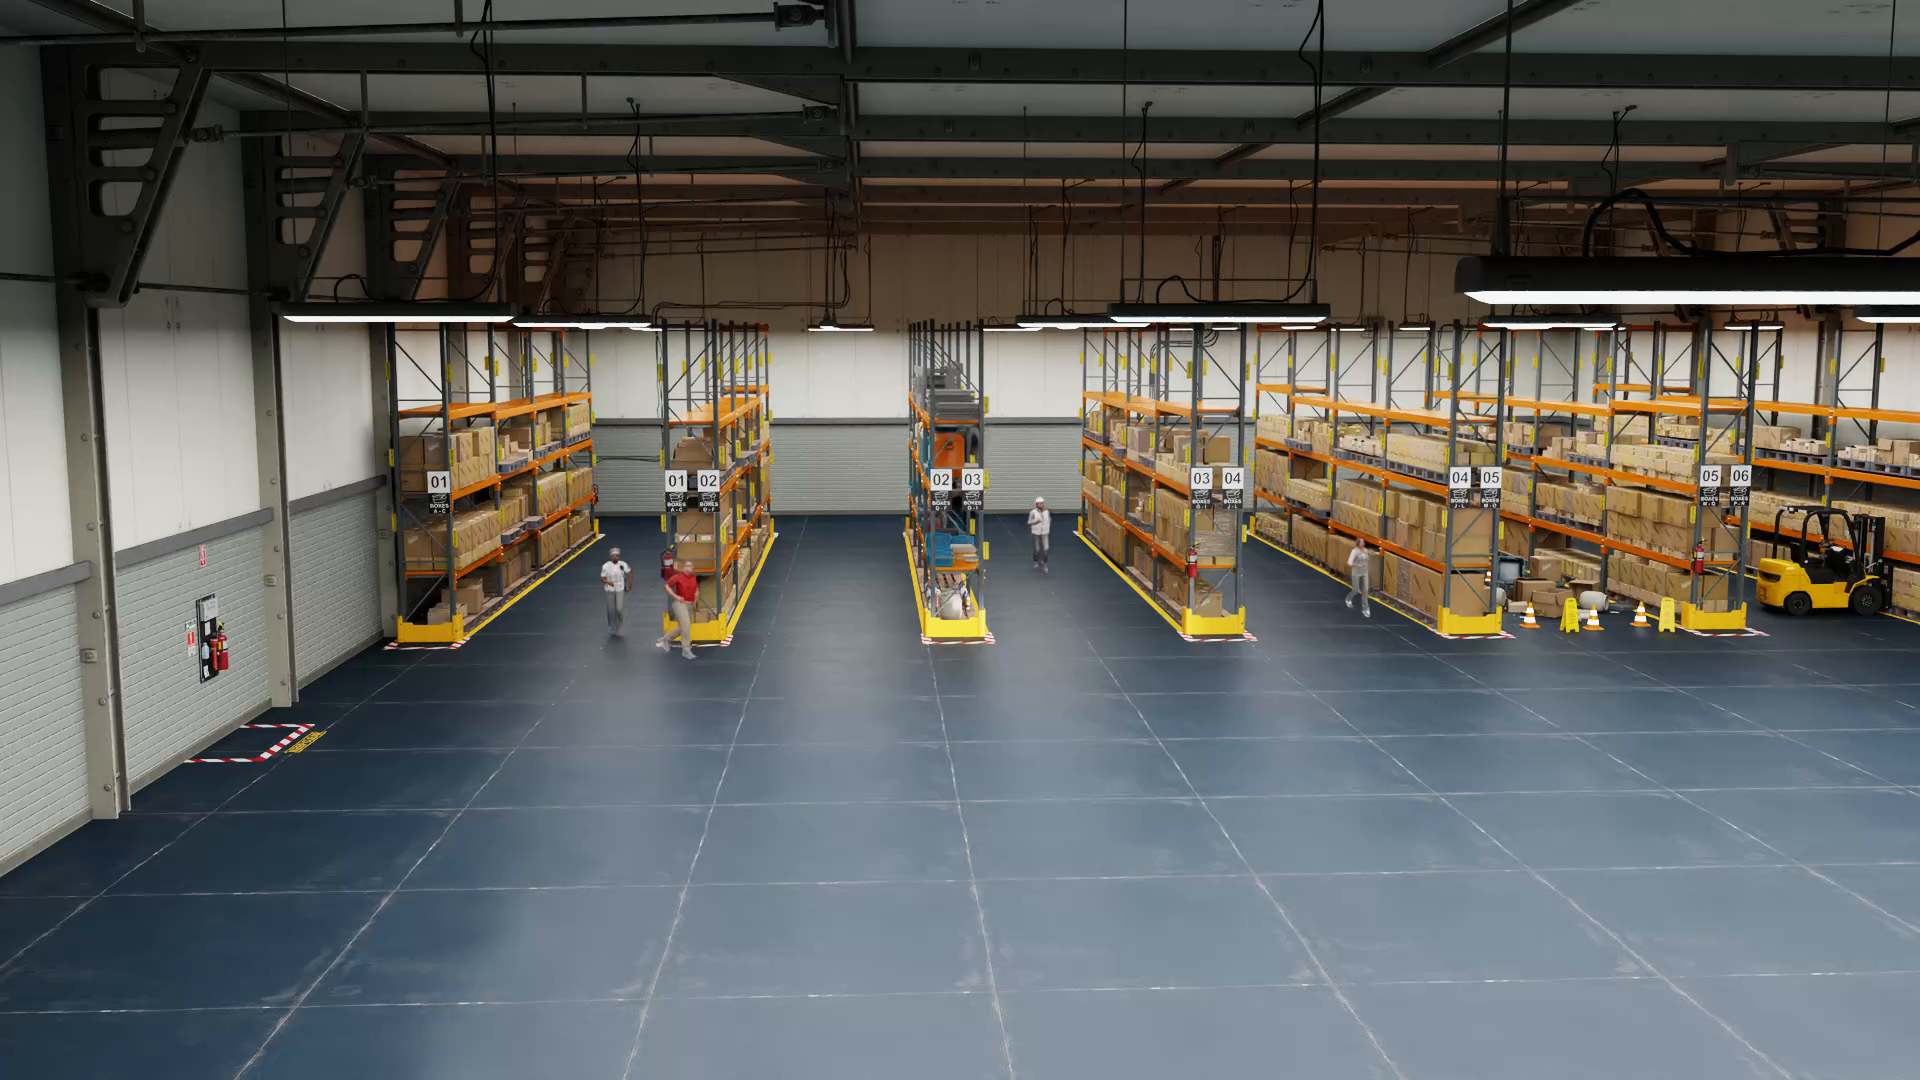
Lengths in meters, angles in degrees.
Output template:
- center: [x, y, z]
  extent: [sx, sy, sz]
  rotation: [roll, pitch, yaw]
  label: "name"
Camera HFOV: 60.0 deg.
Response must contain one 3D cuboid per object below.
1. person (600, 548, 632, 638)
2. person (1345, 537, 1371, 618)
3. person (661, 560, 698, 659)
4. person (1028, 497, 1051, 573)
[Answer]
- center: [-6.521, 1.006, 31.603]
  extent: [0.598, 1.749, 0.703]
  rotation: [-1, 7, -12]
  label: "person"
- center: [8.162, 0.729, 34.008]
  extent: [0.538, 1.605, 0.877]
  rotation: [-2, 7, -15]
  label: "person"
- center: [-4.950, 1.223, 29.822]
  extent: [0.867, 1.720, 0.691]
  rotation: [4, 8, 31]
  label: "person"
- center: [1.944, -0.123, 40.248]
  extent: [0.639, 1.825, 0.734]
  rotation: [-1, 7, -9]
  label: "person"
